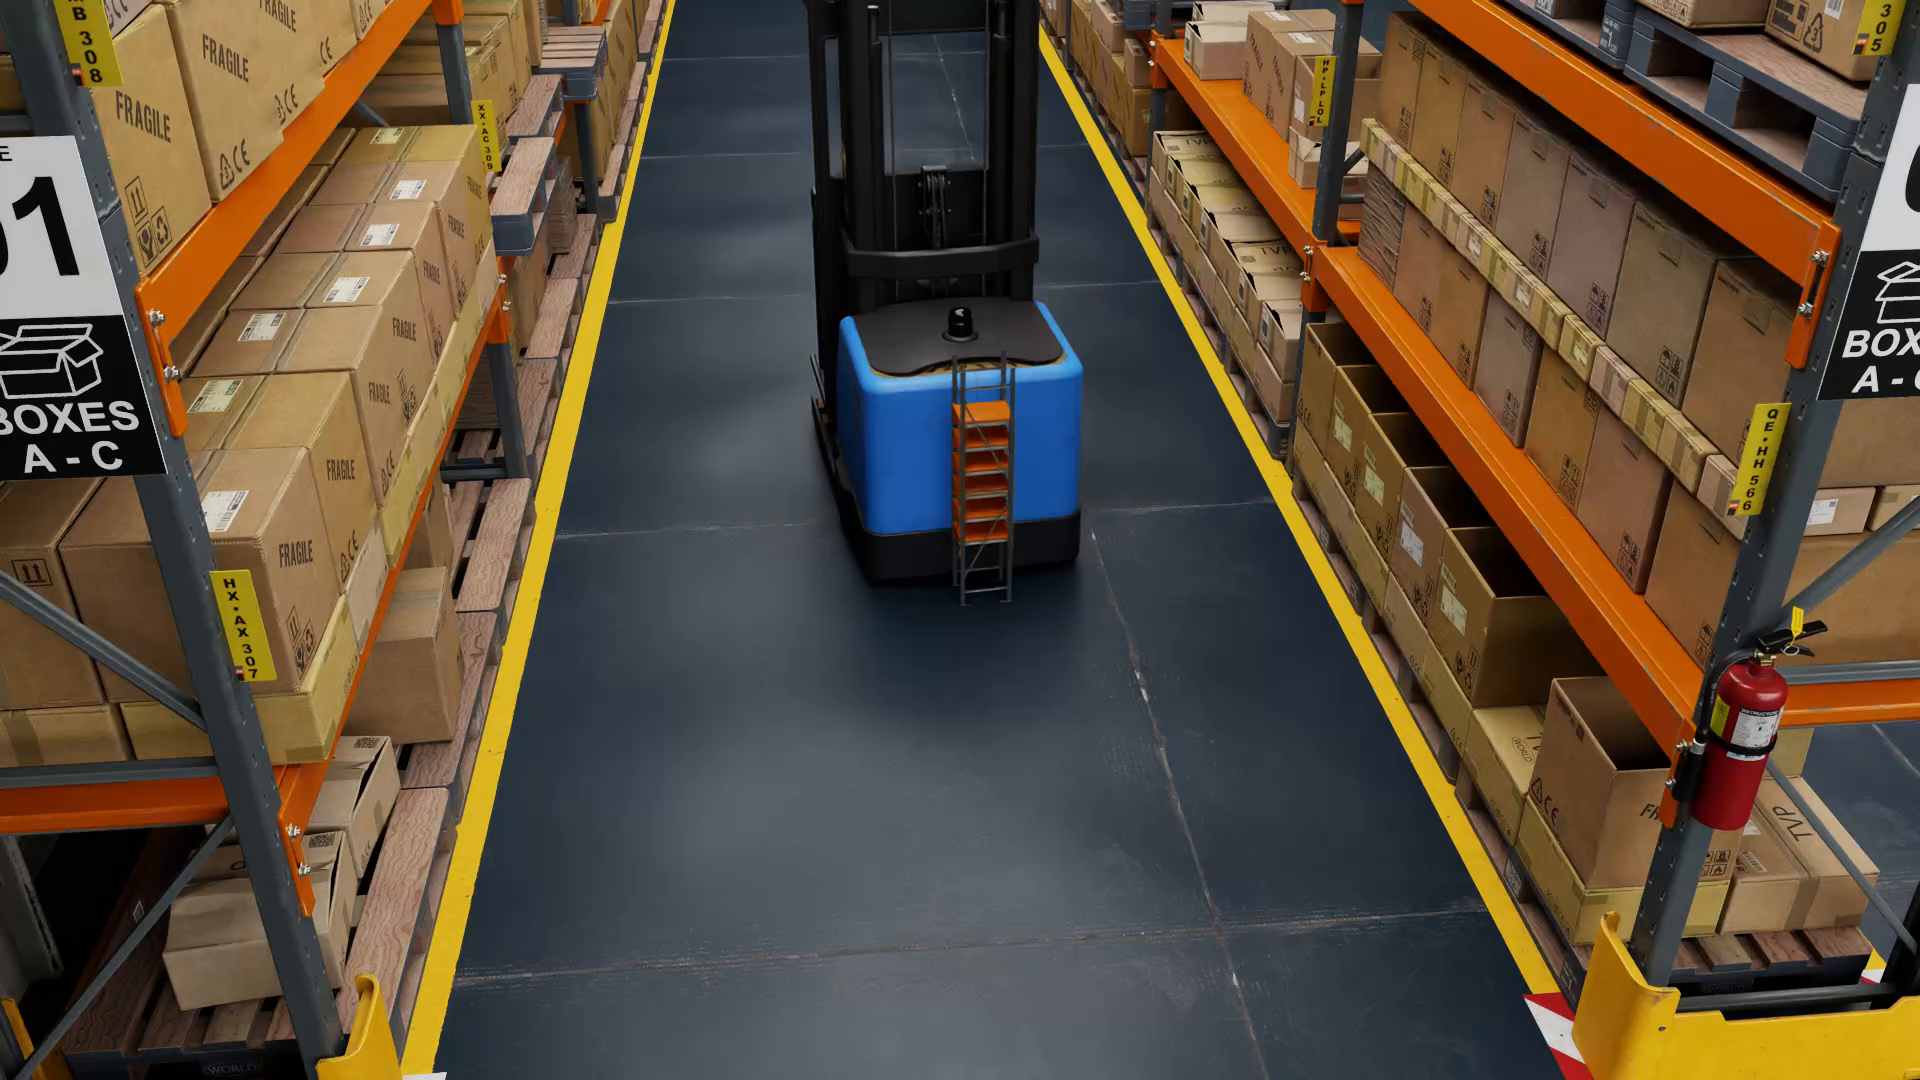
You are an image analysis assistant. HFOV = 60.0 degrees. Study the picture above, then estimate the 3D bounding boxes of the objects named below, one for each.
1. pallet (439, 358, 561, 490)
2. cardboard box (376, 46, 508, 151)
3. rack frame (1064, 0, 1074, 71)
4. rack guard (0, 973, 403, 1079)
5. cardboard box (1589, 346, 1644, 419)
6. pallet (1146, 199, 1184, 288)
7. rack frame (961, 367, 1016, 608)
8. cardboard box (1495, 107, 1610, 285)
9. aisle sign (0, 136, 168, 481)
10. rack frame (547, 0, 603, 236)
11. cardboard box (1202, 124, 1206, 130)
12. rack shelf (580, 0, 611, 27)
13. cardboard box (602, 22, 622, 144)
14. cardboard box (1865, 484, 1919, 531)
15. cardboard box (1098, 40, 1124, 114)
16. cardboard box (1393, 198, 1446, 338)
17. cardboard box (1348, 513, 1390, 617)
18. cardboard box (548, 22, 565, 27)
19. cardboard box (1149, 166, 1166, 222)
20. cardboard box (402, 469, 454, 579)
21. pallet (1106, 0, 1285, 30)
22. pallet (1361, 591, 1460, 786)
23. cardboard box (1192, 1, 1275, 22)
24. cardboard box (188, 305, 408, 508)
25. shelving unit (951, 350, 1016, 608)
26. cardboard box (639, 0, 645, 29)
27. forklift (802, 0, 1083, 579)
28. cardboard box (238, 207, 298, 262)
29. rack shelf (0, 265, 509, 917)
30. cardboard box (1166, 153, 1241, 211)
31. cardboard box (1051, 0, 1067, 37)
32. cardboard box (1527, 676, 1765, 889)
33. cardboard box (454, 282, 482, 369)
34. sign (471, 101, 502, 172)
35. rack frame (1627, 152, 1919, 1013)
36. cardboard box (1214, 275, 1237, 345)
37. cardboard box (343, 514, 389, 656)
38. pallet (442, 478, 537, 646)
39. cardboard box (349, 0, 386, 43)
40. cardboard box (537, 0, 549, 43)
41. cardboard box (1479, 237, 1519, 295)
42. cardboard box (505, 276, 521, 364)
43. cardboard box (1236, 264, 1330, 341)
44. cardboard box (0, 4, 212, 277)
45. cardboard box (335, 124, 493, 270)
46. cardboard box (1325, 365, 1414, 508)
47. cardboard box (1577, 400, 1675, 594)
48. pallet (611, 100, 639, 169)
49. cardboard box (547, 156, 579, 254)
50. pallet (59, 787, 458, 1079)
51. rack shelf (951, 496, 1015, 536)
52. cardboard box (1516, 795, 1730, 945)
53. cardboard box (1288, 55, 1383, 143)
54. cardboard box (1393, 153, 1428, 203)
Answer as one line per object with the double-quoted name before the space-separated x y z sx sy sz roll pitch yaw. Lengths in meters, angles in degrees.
"pallet" -2.766 -0.629 9.098 1.003 0.211 1.213 -3 31 -5
"cardboard box" -2.751 -2.208 8.495 0.700 0.500 0.500 0 31 1
"rack frame" 1.492 -5.753 14.956 1.000 3.000 0.127 -3 31 -5
"rack guard" -2.325 1.647 5.004 1.175 0.500 0.348 -3 31 -5
"cardboard box" 2.317 -0.526 5.476 0.380 0.149 0.250 -2 31 -4
"pallet" 1.904 -2.091 11.545 1.003 0.211 1.213 -3 31 -5
"rack frame" 0.121 -0.214 7.439 0.240 1.200 0.006 -6 31 -10
"cardboard box" 2.428 -1.273 6.094 0.700 0.500 0.500 -3 31 -5
"aisle sign" -2.013 -0.481 3.594 0.394 0.787 0.004 -3 31 -5
"rack frame" -3.066 -3.471 11.137 1.000 3.000 0.127 -3 31 -5
"cardboard box" 2.108 -3.072 12.477 0.500 0.500 0.500 -1 31 -2
"rack shelf" -3.252 -4.184 13.031 1.077 0.370 4.000 -3 31 -5
"cardboard box" -3.079 -3.558 12.968 0.750 0.750 0.750 -3 31 -5
"cardboard box" 2.791 -0.158 4.860 0.380 0.149 0.250 -3 31 -5
"cardboard box" 1.442 -3.824 13.736 0.500 0.500 0.500 -4 31 -6
"cardboard box" 2.343 -1.216 7.263 0.700 0.500 0.500 -3 31 -5
"cardboard box" 2.064 0.094 7.439 0.500 0.250 0.500 -3 31 -5
"cardboard box" -2.866 -3.551 11.496 0.380 0.149 0.250 -3 31 -5
"cardboard box" 1.623 -2.429 11.663 0.500 0.250 0.500 -3 31 -5
"cardboard box" -2.555 -0.017 7.362 0.500 0.500 0.500 -5 31 -8
"pallet" 1.733 -3.971 12.160 1.213 0.211 1.003 -3 31 -5
"pallet" 2.390 0.561 7.105 1.003 0.211 1.213 -3 31 -5
"cardboard box" 1.857 -3.485 11.246 0.500 0.311 0.500 -1 31 -1
"cardboard box" -2.142 -0.428 5.437 0.500 0.500 0.500 -4 31 -6
"shelving unit" 0.103 -0.260 7.516 0.258 1.200 0.189 -6 31 -10
"cardboard box" -3.451 -5.264 16.166 0.700 0.500 0.500 -3 31 -5
"forklift" -0.216 -1.815 8.431 1.130 2.935 3.031 -6 31 -10
"cardboard box" -2.770 -0.926 6.271 0.500 0.500 0.500 -2 31 -3
"rack shelf" -2.505 -0.099 6.192 1.077 0.370 4.000 -3 31 -5
"cardboard box" 1.680 -2.402 11.071 0.500 0.311 0.500 -3 31 -6
"cardboard box" 1.157 -5.146 15.949 0.500 0.500 0.500 -3 31 -5
"cardboard box" 2.267 0.792 5.539 0.500 0.500 0.500 -3 31 -5
"cardboard box" -2.308 -0.891 6.944 0.500 0.250 0.500 -3 31 -4
"sign" -2.152 -1.831 7.546 0.100 0.325 0.005 -3 31 -5
"rack frame" 2.614 0.374 4.699 1.000 3.000 0.127 -3 31 -5
"cardboard box" 1.819 -1.386 9.916 0.500 0.250 0.500 -2 31 -3
"cardboard box" -2.110 0.140 5.217 0.500 0.250 0.500 -4 31 -6
"pallet" -2.594 0.109 7.861 1.003 0.211 1.213 -3 31 -5
"cardboard box" -2.275 -1.983 5.602 0.500 0.500 0.500 -4 31 -7
"cardboard box" -3.012 -3.464 10.597 0.700 0.500 0.500 -6 31 -10
"cardboard box" 2.220 -1.053 6.357 0.380 0.149 0.250 -3 31 -5
"cardboard box" -2.875 -1.181 9.311 0.700 0.500 0.500 -3 31 -6
"cardboard box" 1.862 -1.367 9.339 0.500 0.311 0.500 -2 31 -3
"cardboard box" -2.100 -0.909 3.804 0.500 0.500 0.500 -2 31 -3
"cardboard box" -2.340 -1.469 7.179 0.500 0.500 0.500 -3 31 -5
"cardboard box" 2.026 -0.484 7.675 0.500 0.500 0.500 -3 31 -5
"cardboard box" 2.529 -0.176 5.522 0.700 0.500 0.500 -2 31 -3
"pallet" -3.175 -3.302 13.572 1.003 0.211 1.213 -3 31 -5
"cardboard box" -2.946 -2.222 11.053 0.700 0.500 0.500 -2 31 -4
"pallet" -2.366 1.355 5.776 1.003 0.211 1.213 -3 31 -5
"rack shelf" 0.103 -0.119 7.600 0.258 0.103 0.180 -6 31 -10
"cardboard box" 2.269 1.114 5.731 0.500 0.250 0.500 -3 31 -5
"cardboard box" 2.135 -2.373 9.200 0.500 0.500 0.500 -1 31 -1
"cardboard box" 2.121 -1.583 7.246 0.380 0.149 0.250 -4 31 -6
